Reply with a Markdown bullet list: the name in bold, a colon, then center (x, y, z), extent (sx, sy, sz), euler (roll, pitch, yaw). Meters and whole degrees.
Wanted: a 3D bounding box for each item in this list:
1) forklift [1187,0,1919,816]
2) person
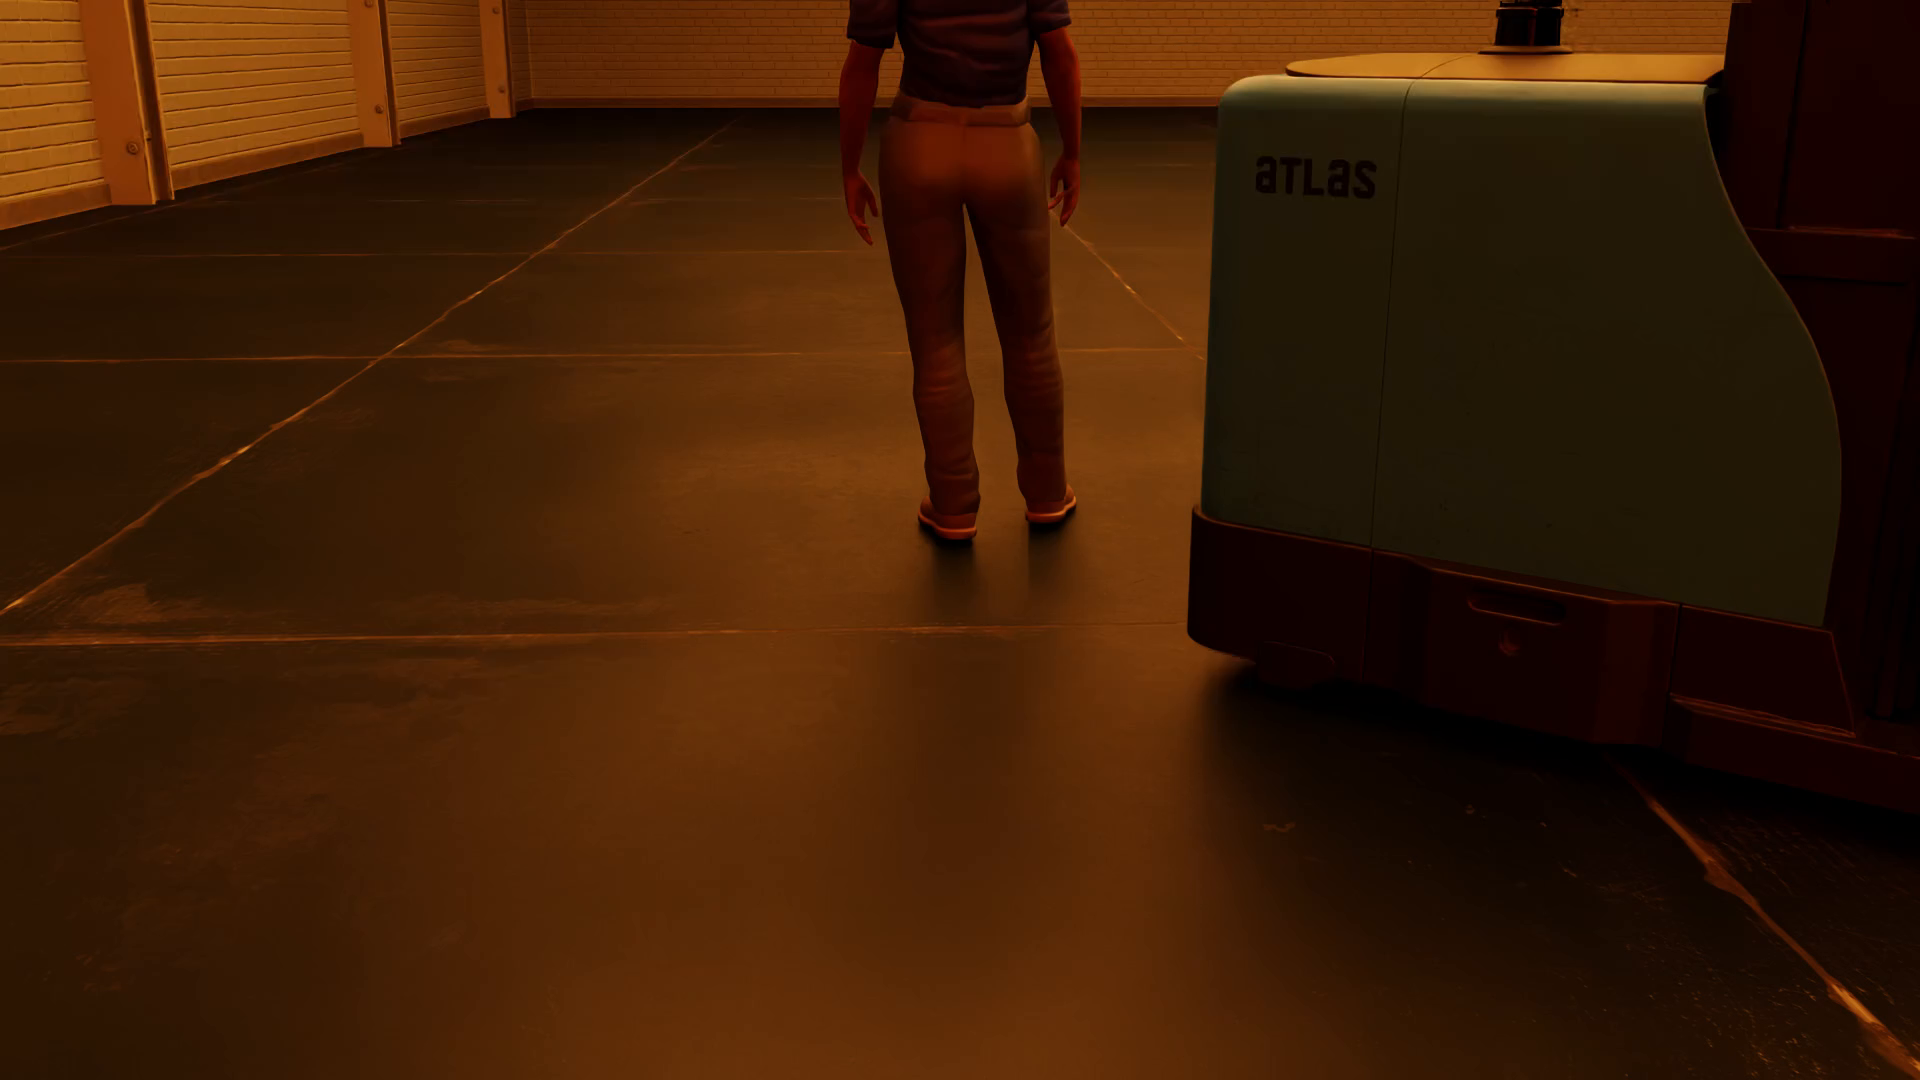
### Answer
- **forklift**: center (1.925, -1.022, 2.249), extent (3.031, 2.935, 1.130), euler (12, 20, 33)
- **person**: center (0.016, -0.824, 3.759), extent (0.569, 1.655, 0.504), euler (-1, 17, -3)
